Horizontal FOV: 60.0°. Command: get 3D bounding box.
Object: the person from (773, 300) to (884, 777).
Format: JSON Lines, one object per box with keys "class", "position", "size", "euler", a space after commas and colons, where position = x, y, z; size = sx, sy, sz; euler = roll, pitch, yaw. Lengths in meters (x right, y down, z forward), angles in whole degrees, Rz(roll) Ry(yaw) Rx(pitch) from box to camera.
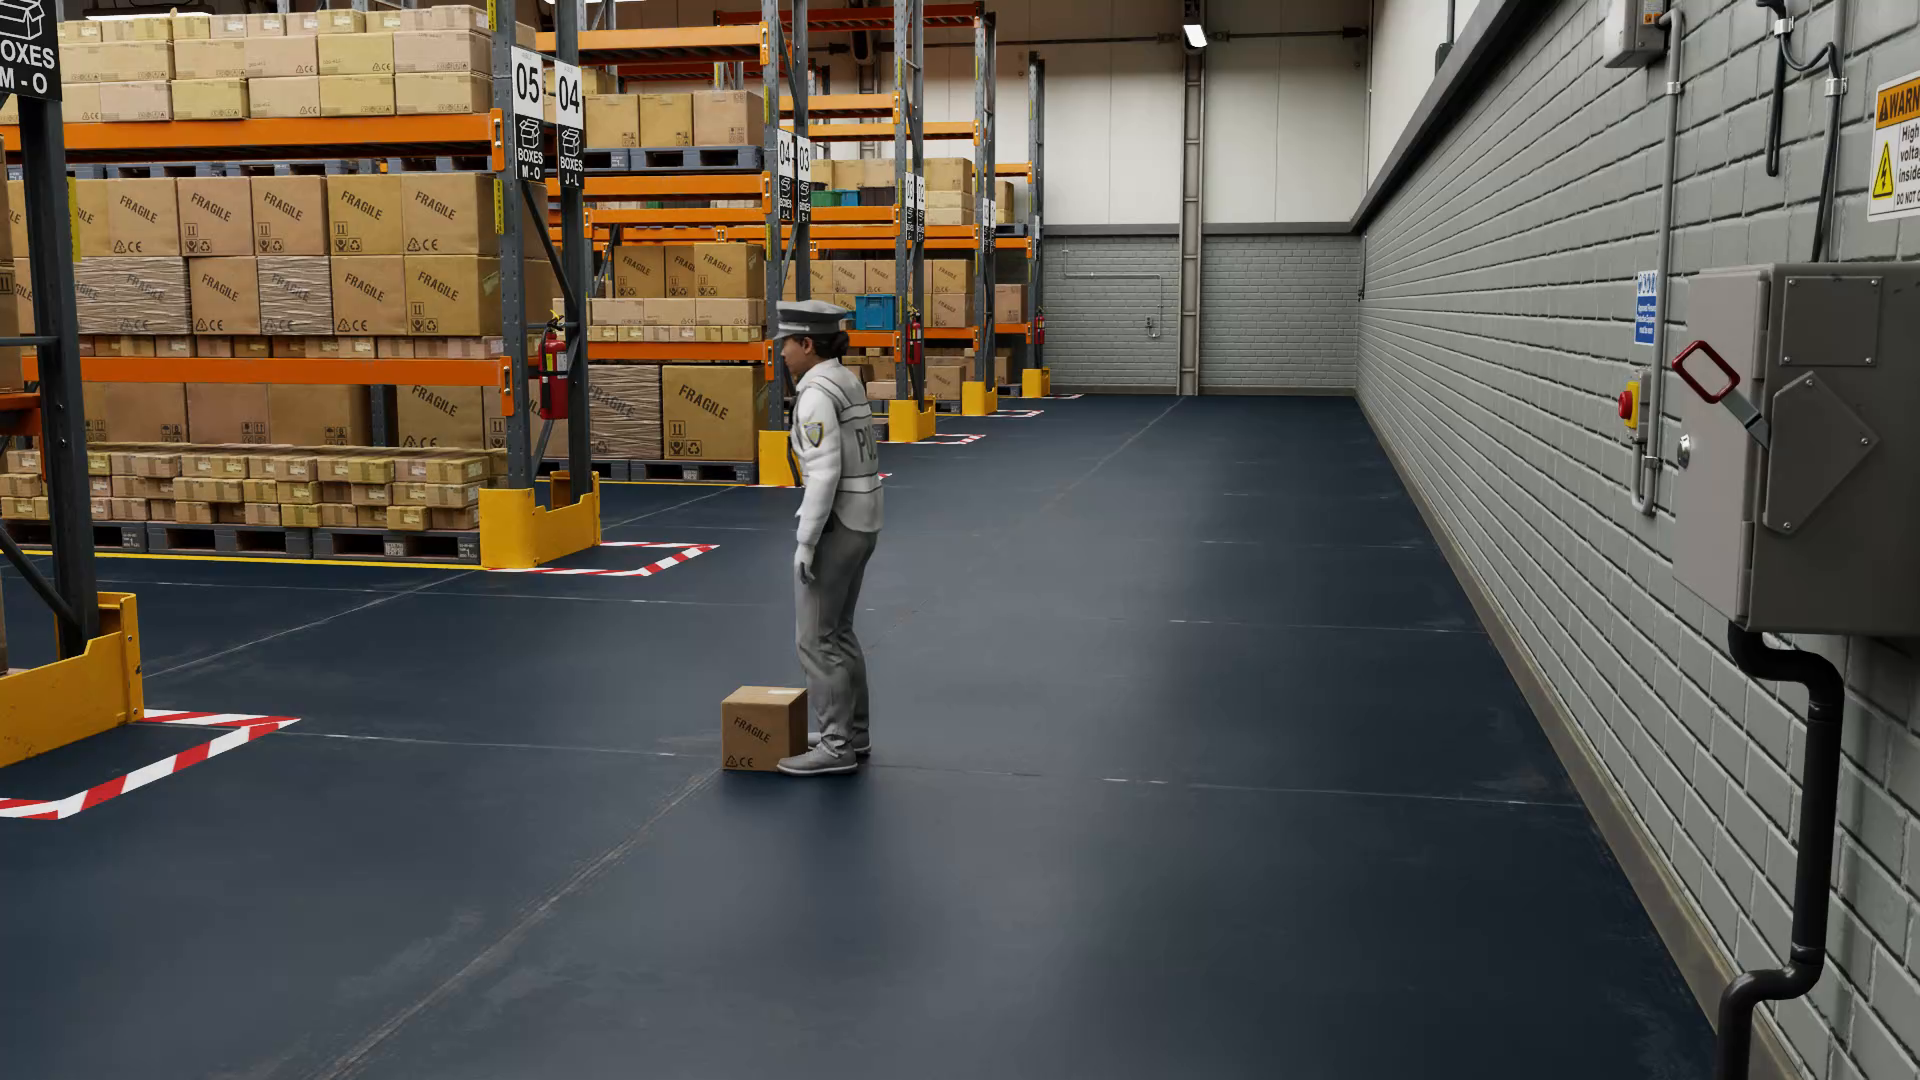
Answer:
{"class": "person", "position": [-0.463, -0.011, 5.889], "size": [0.373, 1.662, 0.526], "euler": [1, 8, 10]}
